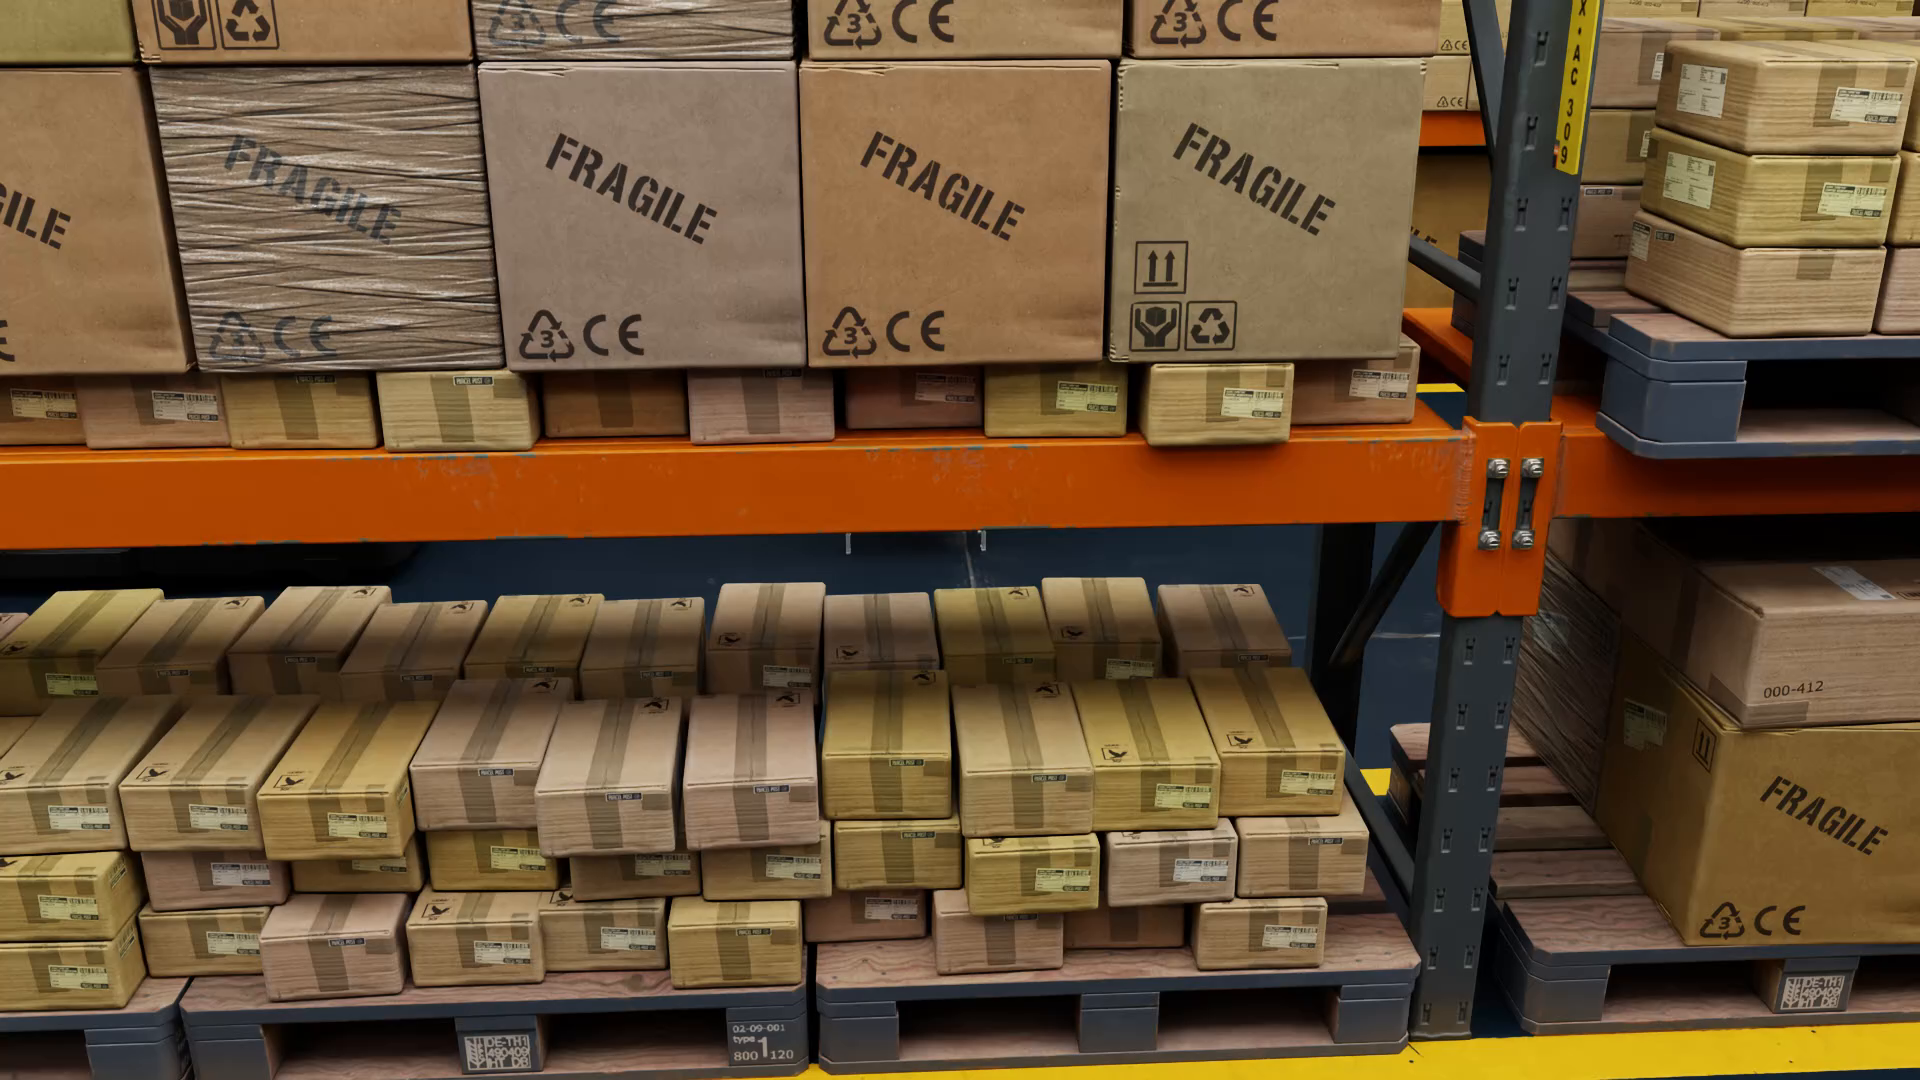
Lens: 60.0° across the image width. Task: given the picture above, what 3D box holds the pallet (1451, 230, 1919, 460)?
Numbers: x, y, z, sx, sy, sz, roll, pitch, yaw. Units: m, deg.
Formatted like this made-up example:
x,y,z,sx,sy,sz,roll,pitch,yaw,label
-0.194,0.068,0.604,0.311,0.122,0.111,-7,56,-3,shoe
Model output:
x,y,z,sx,sy,sz,roll,pitch,yaw,label
1.730,-0.424,3.289,1.213,0.211,1.003,-1,21,-3,pallet

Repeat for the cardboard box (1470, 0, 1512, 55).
x,y,z,sx,sy,sz,roll,pitch,yaw,label
2.560,-2.411,7.746,0.500,0.250,0.500,-2,21,-5,cardboard box

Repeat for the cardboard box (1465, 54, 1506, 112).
x,y,z,sx,sy,sz,roll,pitch,yaw,label
2.558,-2.174,7.826,0.500,0.250,0.500,-1,21,-4,cardboard box

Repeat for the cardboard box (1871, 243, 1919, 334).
x,y,z,sx,sy,sz,roll,pitch,yaw,label
1.655,-0.481,2.932,0.250,0.149,0.380,-1,21,-2,cardboard box

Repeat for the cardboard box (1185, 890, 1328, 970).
x,y,z,sx,sy,sz,roll,pitch,yaw,label
0.587,0.715,3.443,0.250,0.149,0.380,-1,21,-2,cardboard box

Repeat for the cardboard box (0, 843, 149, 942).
x,y,z,sx,sy,sz,roll,pitch,yaw,label
-1.719,0.620,3.274,0.250,0.149,0.380,-1,21,-1,cardboard box

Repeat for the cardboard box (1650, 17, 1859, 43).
x,y,z,sx,sy,sz,roll,pitch,yaw,label
1.617,-0.990,3.432,0.250,0.149,0.380,-2,21,-5,cardboard box

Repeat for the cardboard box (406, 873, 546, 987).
x,y,z,sx,sy,sz,roll,pitch,yaw,label
-0.950,0.734,3.393,0.250,0.149,0.380,-1,21,-3,cardboard box

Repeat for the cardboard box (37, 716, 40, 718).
x,y,z,sx,sy,sz,roll,pitch,yaw,label
-2.005,0.405,3.840,0.250,0.149,0.380,-2,21,-5,cardboard box

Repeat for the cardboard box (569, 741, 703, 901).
x,y,z,sx,sy,sz,roll,pitch,yaw,label
-0.652,0.569,3.410,0.250,0.149,0.380,-2,21,-6,cardboard box

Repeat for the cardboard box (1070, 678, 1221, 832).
x,y,z,sx,sy,sz,roll,pitch,yaw,label
0.366,0.427,3.364,0.250,0.149,0.380,-1,21,-2,cardboard box

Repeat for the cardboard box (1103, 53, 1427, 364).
x,y,z,sx,sy,sz,roll,pitch,yaw,label
0.492,-0.625,2.989,0.500,0.500,0.500,-1,21,-3,cardboard box

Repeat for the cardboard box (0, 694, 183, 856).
x,y,z,sx,sy,sz,roll,pitch,yaw,label
-1.722,0.457,3.285,0.250,0.149,0.380,-2,21,-6,cardboard box

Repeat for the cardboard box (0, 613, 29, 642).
x,y,z,sx,sy,sz,roll,pitch,yaw,label
-2.267,0.304,3.687,0.250,0.149,0.380,-1,21,-2,cardboard box

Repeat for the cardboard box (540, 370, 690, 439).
x,y,z,sx,sy,sz,roll,pitch,yaw,label
-0.620,-0.317,3.090,0.250,0.149,0.380,-1,21,-4,cardboard box

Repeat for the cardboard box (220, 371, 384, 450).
x,y,z,sx,sy,sz,roll,pitch,yaw,label
-1.138,-0.291,3.023,0.250,0.149,0.380,0,21,-1,cardboard box

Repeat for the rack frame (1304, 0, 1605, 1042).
x,y,z,sx,sy,sz,roll,pitch,yaw,label
0.959,-0.550,3.349,0.127,3.000,1.000,-1,21,-3,rack frame

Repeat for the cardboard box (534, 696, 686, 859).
x,y,z,sx,sy,sz,roll,pitch,yaw,label
-0.680,0.460,3.276,0.250,0.149,0.380,-2,21,-5,cardboard box

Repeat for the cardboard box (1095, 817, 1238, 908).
x,y,z,sx,sy,sz,roll,pitch,yaw,label
0.393,0.576,3.390,0.250,0.149,0.380,-2,21,-6,cardboard box

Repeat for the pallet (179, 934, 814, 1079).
x,y,z,sx,sy,sz,roll,pitch,yaw,label
-0.931,0.805,3.709,1.213,0.211,1.003,-1,21,-3,pallet

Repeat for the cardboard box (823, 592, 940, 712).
x,y,z,sx,sy,sz,roll,pitch,yaw,label
-0.184,0.262,3.797,0.250,0.149,0.380,-2,21,-4,cardboard box

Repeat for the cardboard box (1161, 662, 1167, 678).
x,y,z,sx,sy,sz,roll,pitch,yaw,label
0.578,0.341,4.008,0.250,0.149,0.380,0,21,-1,cardboard box

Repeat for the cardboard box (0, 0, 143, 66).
x,y,z,sx,sy,sz,roll,pitch,yaw,label
-1.547,-1.052,2.704,0.500,0.500,0.500,-2,21,-4,cardboard box

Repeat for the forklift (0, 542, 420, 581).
x,y,z,sx,sy,sz,roll,pitch,yaw,label
-3.438,-1.371,5.602,3.031,2.935,1.130,-1,21,-2,forklift

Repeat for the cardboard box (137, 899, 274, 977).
x,y,z,sx,sy,sz,roll,pitch,yaw,label
-1.479,0.723,3.422,0.250,0.149,0.380,-1,21,-3,cardboard box

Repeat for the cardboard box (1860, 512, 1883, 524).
x,y,z,sx,sy,sz,roll,pitch,yaw,label
2.202,-0.039,3.877,0.500,0.250,0.500,0,21,0,cardboard box

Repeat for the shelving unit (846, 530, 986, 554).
x,y,z,sx,sy,sz,roll,pitch,yaw,label
-0.165,-0.557,5.899,0.503,1.200,0.258,-1,21,-3,shelving unit

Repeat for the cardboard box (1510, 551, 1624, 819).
x,y,z,sx,sy,sz,roll,pitch,yaw,label
1.683,0.318,3.994,0.500,0.500,0.500,-2,21,-4,cardboard box

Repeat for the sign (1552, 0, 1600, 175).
x,y,z,sx,sy,sz,roll,pitch,yaw,label
0.997,-0.762,2.690,0.005,0.325,0.100,-1,21,-3,sign

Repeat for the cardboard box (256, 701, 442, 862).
x,y,z,sx,sy,sz,roll,pitch,yaw,label
-1.179,0.466,3.262,0.250,0.149,0.380,-1,21,-2,cardboard box

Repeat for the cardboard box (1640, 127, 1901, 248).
x,y,z,sx,sy,sz,roll,pitch,yaw,label
1.378,-0.612,2.858,0.250,0.149,0.380,-1,21,-2,cardboard box

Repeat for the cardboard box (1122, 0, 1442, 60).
x,y,z,sx,sy,sz,roll,pitch,yaw,label
0.505,-1.097,2.823,0.500,0.500,0.500,-2,21,-5,cardboard box

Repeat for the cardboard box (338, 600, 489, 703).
x,y,z,sx,sy,sz,roll,pitch,yaw,label
-1.219,0.280,3.751,0.250,0.149,0.380,-2,21,-5,cardboard box

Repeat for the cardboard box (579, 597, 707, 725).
x,y,z,sx,sy,sz,roll,pitch,yaw,label
-0.710,0.273,3.768,0.250,0.149,0.380,-2,21,-5,cardboard box

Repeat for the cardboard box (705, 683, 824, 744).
x,y,z,sx,sy,sz,roll,pitch,yaw,label
-0.456,0.397,3.860,0.250,0.149,0.380,0,21,-1,cardboard box

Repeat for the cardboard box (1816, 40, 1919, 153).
x,y,z,sx,sy,sz,roll,pitch,yaw,label
1.656,-0.759,2.826,0.250,0.149,0.380,-1,21,-2,cardboard box

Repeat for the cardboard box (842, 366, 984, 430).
x,y,z,sx,sy,sz,roll,pitch,yaw,label
-0.096,-0.334,3.137,0.250,0.149,0.380,-2,21,-5,cardboard box

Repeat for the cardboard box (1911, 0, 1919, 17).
x,y,z,sx,sy,sz,roll,pitch,yaw,label
5.007,-2.877,8.314,0.500,0.500,0.500,-2,21,-5,cardboard box

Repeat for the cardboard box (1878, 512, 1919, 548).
x,y,z,sx,sy,sz,roll,pitch,yaw,label
2.243,0.139,3.410,0.500,0.250,0.500,-1,21,-2,cardboard box

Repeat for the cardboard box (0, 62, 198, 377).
x,y,z,sx,sy,sz,roll,pitch,yaw,label
-1.548,-0.591,2.898,0.500,0.500,0.500,-1,21,-2,cardboard box

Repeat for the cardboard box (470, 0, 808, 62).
x,y,z,sx,sy,sz,roll,pitch,yaw,label
-0.523,-1.080,2.777,0.500,0.500,0.500,-1,21,-2,cardboard box

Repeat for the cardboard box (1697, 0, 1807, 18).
x,y,z,sx,sy,sz,roll,pitch,yaw,label
3.588,-2.439,7.820,0.500,0.250,0.500,-2,21,-4,cardboard box

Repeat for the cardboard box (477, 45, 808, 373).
x,y,z,sx,sy,sz,roll,pitch,yaw,label
-0.523,-0.606,2.937,0.500,0.500,0.500,-1,21,-3,cardboard box

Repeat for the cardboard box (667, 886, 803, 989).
x,y,z,sx,sy,sz,roll,pitch,yaw,label
-0.447,0.736,3.388,0.250,0.149,0.380,-1,21,-3,cardboard box

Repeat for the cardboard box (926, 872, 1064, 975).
x,y,z,sx,sy,sz,roll,pitch,yaw,label
0.062,0.719,3.433,0.250,0.149,0.380,-2,21,-5,cardboard box

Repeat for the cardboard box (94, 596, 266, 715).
x,y,z,sx,sy,sz,roll,pitch,yaw,label
-1.753,0.271,3.774,0.250,0.149,0.380,-2,21,-5,cardboard box

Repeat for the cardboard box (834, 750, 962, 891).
x,y,z,sx,sy,sz,roll,pitch,yaw,label
-0.129,0.558,3.437,0.250,0.149,0.380,-1,21,-3,cardboard box

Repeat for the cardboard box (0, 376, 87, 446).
x,y,z,sx,sy,sz,roll,pitch,yaw,label
-1.646,-0.298,3.042,0.250,0.149,0.380,-1,21,-4,cardboard box

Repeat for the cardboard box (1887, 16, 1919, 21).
x,y,z,sx,sy,sz,roll,pitch,yaw,label
2.137,-1.000,3.458,0.250,0.149,0.380,-1,21,-3,cardboard box

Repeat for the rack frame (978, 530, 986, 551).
x,y,z,sx,sy,sz,roll,pitch,yaw,label
0.078,-0.562,5.912,0.015,1.200,0.240,-1,21,-3,rack frame

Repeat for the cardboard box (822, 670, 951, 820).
x,y,z,sx,sy,sz,roll,pitch,yaw,label
-0.146,0.412,3.403,0.250,0.149,0.380,0,21,-1,cardboard box

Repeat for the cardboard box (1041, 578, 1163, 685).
x,y,z,sx,sy,sz,roll,pitch,yaw,label
0.325,0.226,3.892,0.250,0.149,0.380,0,21,0,cardboard box

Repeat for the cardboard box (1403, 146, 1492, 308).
x,y,z,sx,sy,sz,roll,pitch,yaw,label
2.091,-1.572,8.429,0.875,0.875,0.875,-1,21,-1,cardboard box

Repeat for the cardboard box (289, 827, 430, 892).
x,y,z,sx,sy,sz,roll,pitch,yaw,label
-1.191,0.561,3.430,0.250,0.149,0.380,0,21,0,cardboard box

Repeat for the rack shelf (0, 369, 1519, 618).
x,y,z,sx,sy,sz,roll,pitch,yaw,label
-1.038,-0.173,3.371,4.000,0.370,1.077,-1,21,-3,rack shelf

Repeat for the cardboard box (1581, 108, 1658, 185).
x,y,z,sx,sy,sz,roll,pitch,yaw,label
1.345,-0.846,3.472,0.250,0.149,0.380,-1,21,-1,cardboard box

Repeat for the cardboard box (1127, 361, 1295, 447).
x,y,z,sx,sy,sz,roll,pitch,yaw,label
0.436,-0.300,3.045,0.250,0.149,0.380,-2,21,-4,cardboard box
